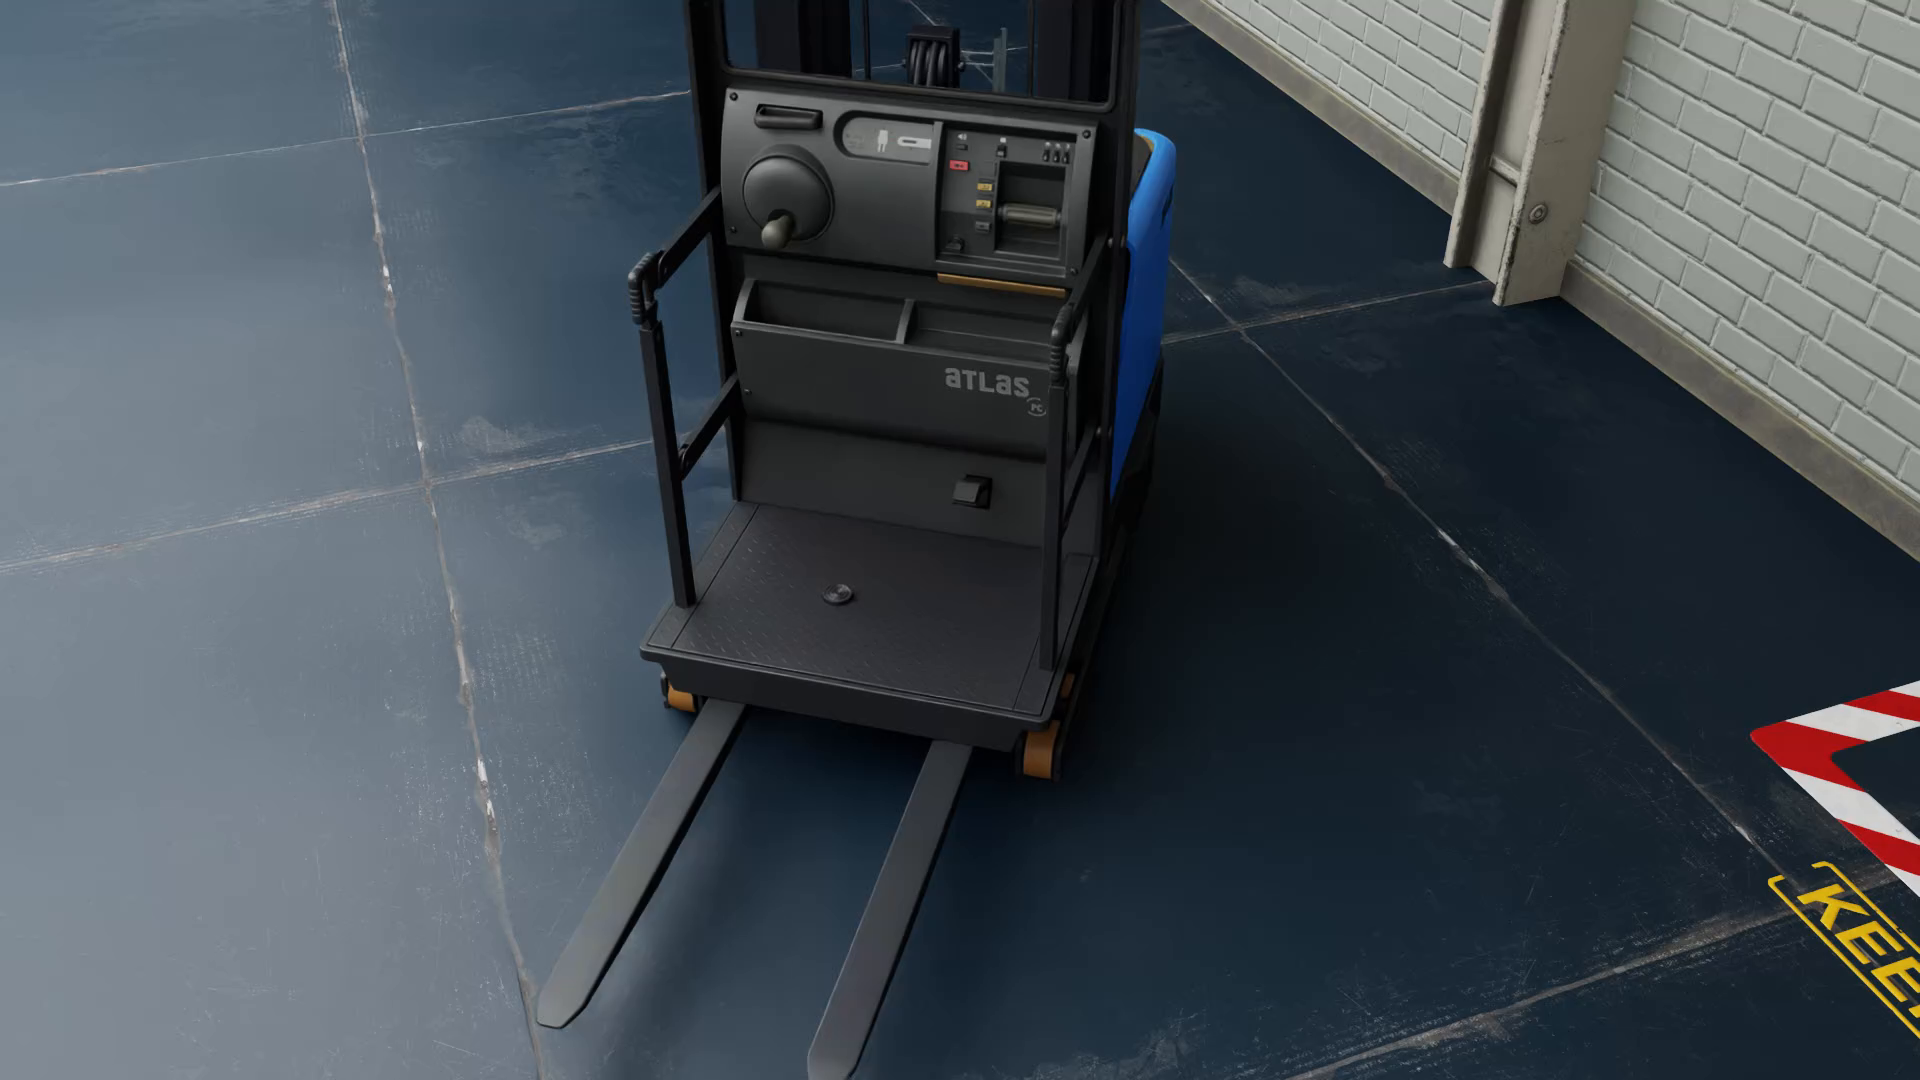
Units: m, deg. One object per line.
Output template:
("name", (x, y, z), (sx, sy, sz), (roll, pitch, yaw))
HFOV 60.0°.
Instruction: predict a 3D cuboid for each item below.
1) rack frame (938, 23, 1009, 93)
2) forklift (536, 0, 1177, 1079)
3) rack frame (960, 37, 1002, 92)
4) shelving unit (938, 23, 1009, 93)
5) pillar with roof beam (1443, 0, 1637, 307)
("rack frame", (0.028, -1.193, 5.849), (0.240, 1.200, 0.006), (5, 28, 7))
("forklift", (-0.188, -0.799, 3.874), (1.130, 2.935, 3.031), (9, 38, 12))
("rack frame", (0.001, -1.110, 5.688), (0.240, 1.200, 0.006), (5, 28, 7))
("shelving unit", (0.014, -1.151, 5.768), (0.258, 1.200, 0.189), (5, 28, 7))
("pillar with roof beam", (-1.871, -3.751, 2.751), (9.100, 9.000, 0.400), (-12, 39, -16))
